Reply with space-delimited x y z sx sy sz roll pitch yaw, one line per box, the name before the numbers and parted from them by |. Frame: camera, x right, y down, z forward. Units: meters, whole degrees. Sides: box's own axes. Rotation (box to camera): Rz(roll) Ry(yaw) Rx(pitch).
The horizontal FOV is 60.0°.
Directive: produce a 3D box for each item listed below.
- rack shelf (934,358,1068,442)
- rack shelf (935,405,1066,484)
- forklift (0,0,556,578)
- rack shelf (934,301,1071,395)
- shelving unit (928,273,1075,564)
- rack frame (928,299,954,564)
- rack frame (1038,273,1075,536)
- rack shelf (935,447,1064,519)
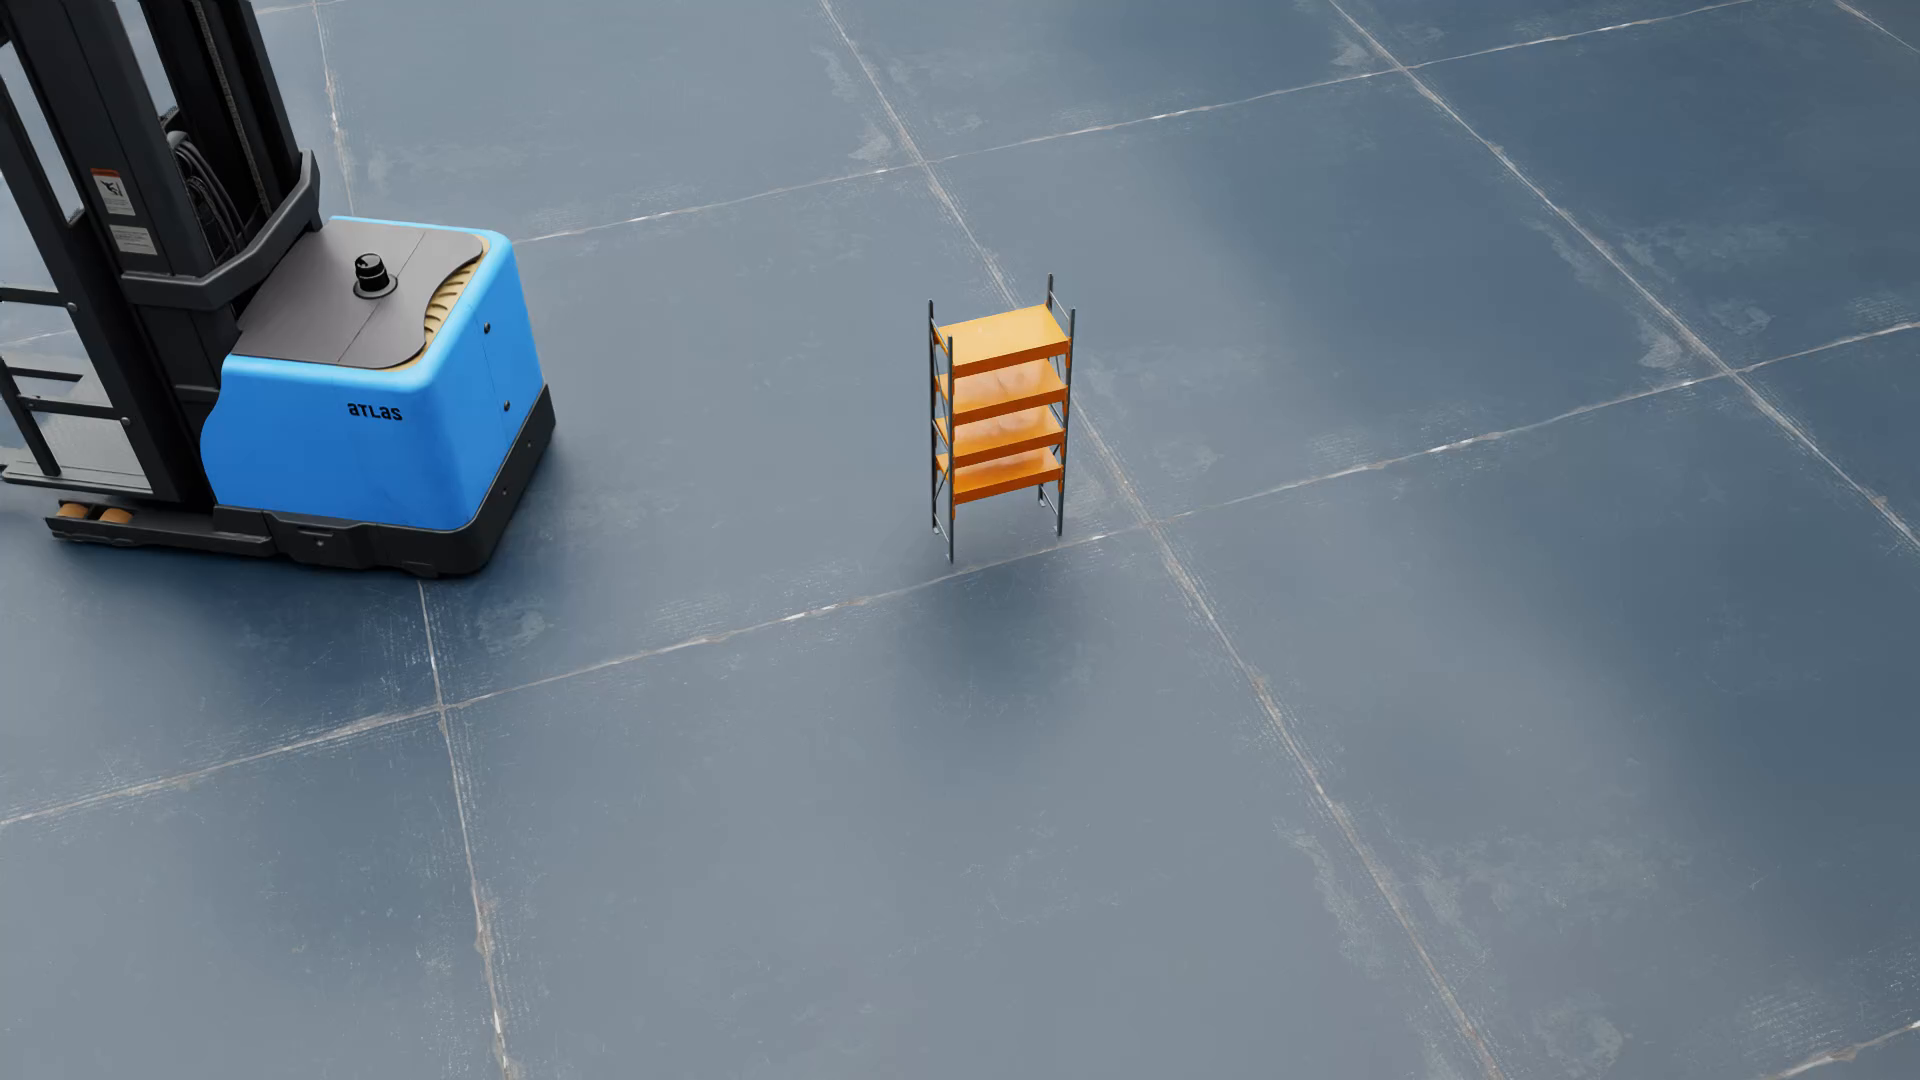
rack shelf | 0.156 -0.574 6.563 0.480 0.148 0.258 -14 47 -14
rack shelf | 0.156 -0.416 6.722 0.480 0.148 0.258 -14 47 -14
forklift | -3.381 -1.369 6.354 3.031 2.935 1.130 6 45 6
rack shelf | 0.156 -0.741 6.396 0.480 0.148 0.258 -14 47 -14
shelving unit | 0.156 -0.463 6.674 0.503 1.200 0.258 -14 47 -14
rack frame | -0.074 -0.405 6.616 0.015 1.200 0.240 -14 47 -14
rack frame | 0.385 -0.522 6.732 0.015 1.200 0.240 -14 47 -14
rack shelf | 0.156 -0.276 6.862 0.480 0.148 0.258 -14 47 -14
